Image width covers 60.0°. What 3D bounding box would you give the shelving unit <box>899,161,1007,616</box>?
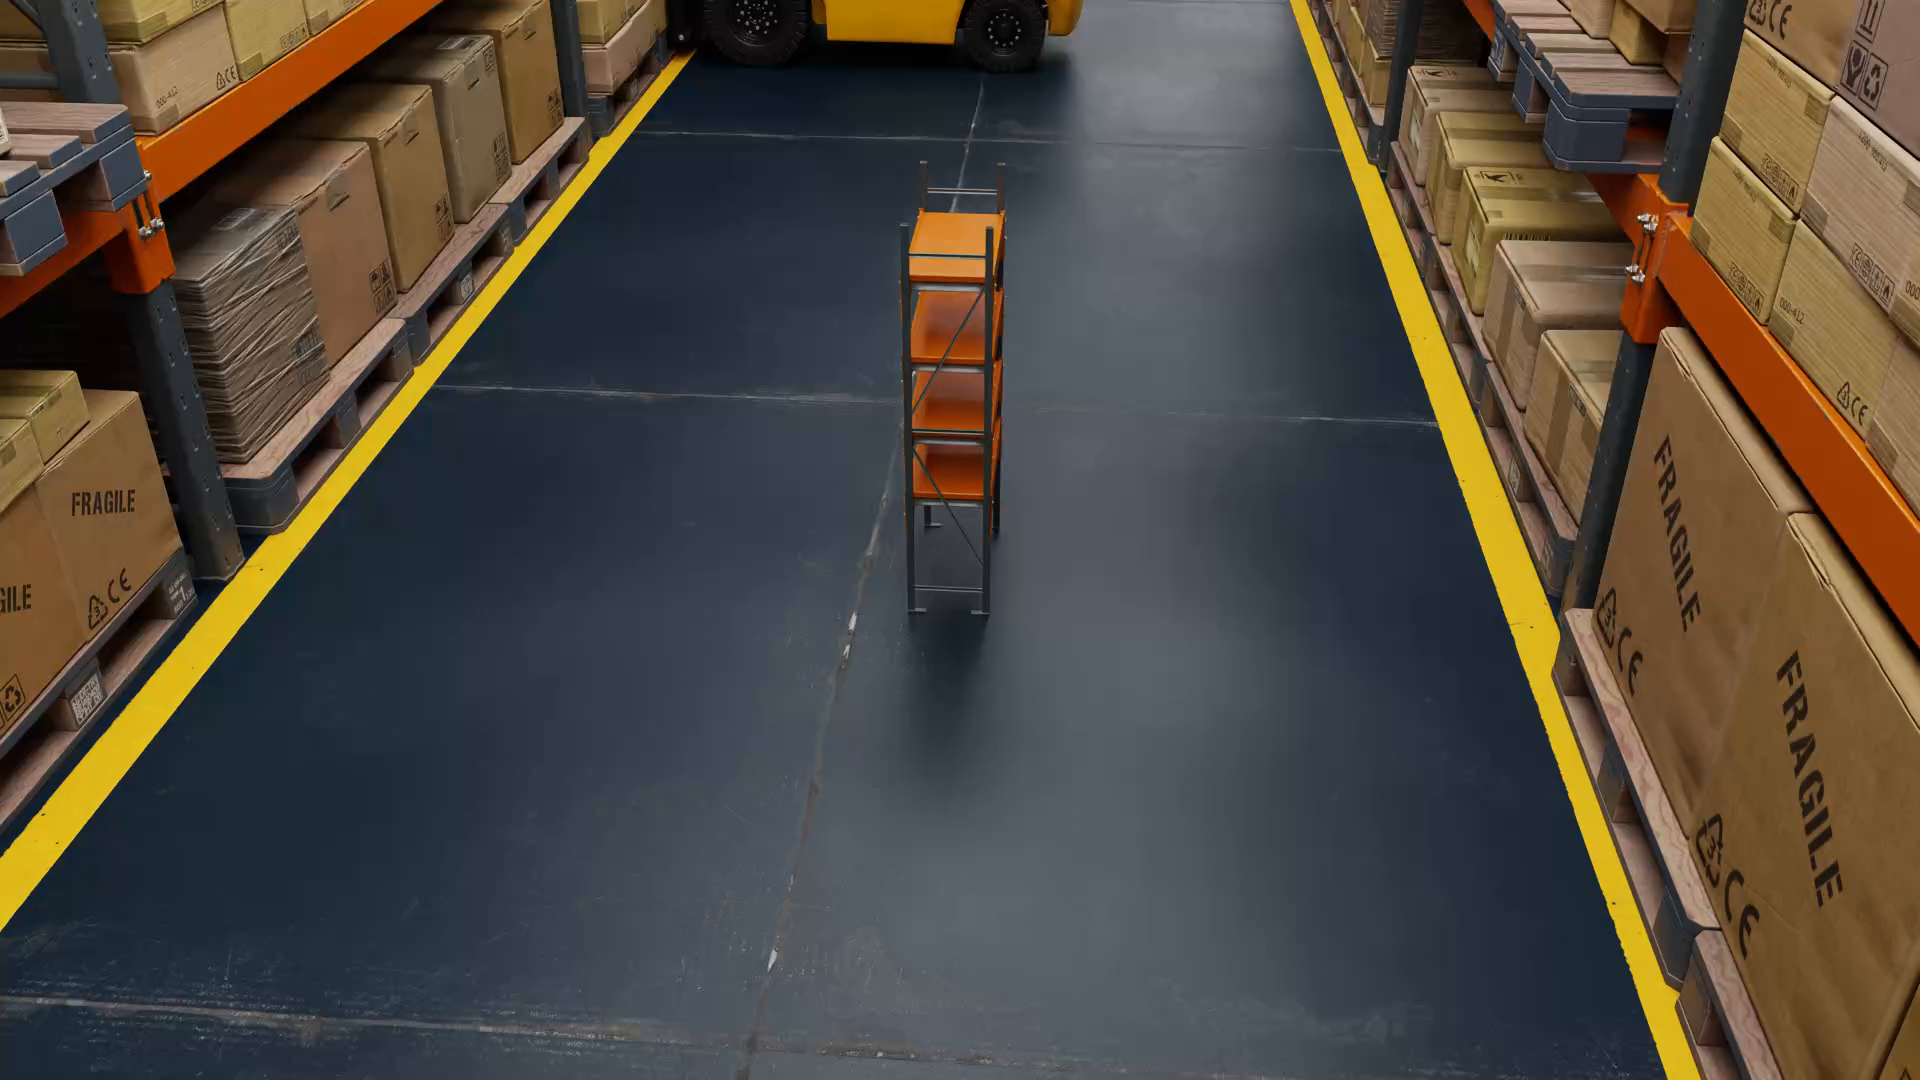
[{"bbox_3d":[-0.013,-0.424,4.795,0.258,1.200,0.503,2,32,4],"label":"shelving unit"}]

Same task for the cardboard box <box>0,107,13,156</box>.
[{"bbox_3d":[-2.379,-0.909,3.705,0.380,0.149,0.250,3,32,5],"label":"cardboard box"}]

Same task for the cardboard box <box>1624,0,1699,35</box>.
[{"bbox_3d":[2.000,-1.584,4.183,0.500,0.500,0.500,2,32,3],"label":"cardboard box"}]

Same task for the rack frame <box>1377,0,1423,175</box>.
[{"bbox_3d":[2.565,-3.078,7.386,1.000,3.000,0.127,2,32,4],"label":"rack frame"}]

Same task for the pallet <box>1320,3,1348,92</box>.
[{"bbox_3d":[2.681,-2.884,9.728,1.003,0.211,1.213,2,32,4],"label":"pallet"}]

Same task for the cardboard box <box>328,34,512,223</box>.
[{"bbox_3d":[-2.484,-1.778,7.138,0.875,0.625,0.625,2,32,3],"label":"cardboard box"}]

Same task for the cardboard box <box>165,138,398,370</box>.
[{"bbox_3d":[-2.598,-1.032,5.929,0.875,0.625,0.625,3,32,6],"label":"cardboard box"}]

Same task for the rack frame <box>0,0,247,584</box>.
[{"bbox_3d":[-2.708,-1.197,4.333,1.000,3.000,0.127,2,32,4],"label":"rack frame"}]

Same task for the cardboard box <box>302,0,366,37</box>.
[{"bbox_3d":[-2.347,-1.887,5.596,0.500,0.250,0.500,1,32,2],"label":"cardboard box"}]

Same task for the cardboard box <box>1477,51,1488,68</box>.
[{"bbox_3d":[2.882,-2.384,8.479,0.500,0.250,0.500,1,32,2],"label":"cardboard box"}]

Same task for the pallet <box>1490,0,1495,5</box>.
[{"bbox_3d":[2.360,-1.942,5.725,1.003,0.211,1.213,2,32,4],"label":"pallet"}]

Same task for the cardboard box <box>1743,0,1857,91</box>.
[{"bbox_3d":[1.956,-1.208,3.302,0.500,0.500,0.500,1,32,2],"label":"cardboard box"}]

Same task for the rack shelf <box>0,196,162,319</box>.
[{"bbox_3d":[-2.871,0.155,2.825,1.077,0.370,4.000,2,32,4],"label":"rack shelf"}]

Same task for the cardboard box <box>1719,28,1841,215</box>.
[{"bbox_3d":[1.952,-0.881,3.487,0.500,0.250,0.500,2,32,4],"label":"cardboard box"}]

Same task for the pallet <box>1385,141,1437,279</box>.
[{"bbox_3d":[2.503,-1.484,7.457,1.003,0.211,1.213,2,32,4],"label":"pallet"}]

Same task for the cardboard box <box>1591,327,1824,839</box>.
[{"bbox_3d":[2.101,0.097,3.859,0.875,0.875,0.875,2,32,4],"label":"cardboard box"}]

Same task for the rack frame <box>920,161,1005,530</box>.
[{"bbox_3d":[0.006,-0.552,5.002,0.240,1.200,0.015,2,32,4],"label":"rack frame"}]

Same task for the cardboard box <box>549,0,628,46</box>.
[{"bbox_3d":[-2.035,-2.749,8.596,0.500,0.250,0.500,2,32,4],"label":"cardboard box"}]

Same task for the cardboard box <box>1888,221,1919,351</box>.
[{"bbox_3d":[1.856,-0.351,2.627,0.500,0.250,0.500,2,32,4],"label":"cardboard box"}]

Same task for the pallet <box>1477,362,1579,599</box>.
[{"bbox_3d":[2.305,-0.208,5.387,1.003,0.211,1.213,2,32,4],"label":"pallet"}]

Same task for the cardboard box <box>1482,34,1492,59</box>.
[{"bbox_3d":[2.882,-2.703,8.282,0.500,0.500,0.500,4,32,6],"label":"cardboard box"}]

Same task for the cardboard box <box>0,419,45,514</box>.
[{"bbox_3d":[-2.487,-0.174,4.038,0.380,0.149,0.250,1,32,1],"label":"cardboard box"}]

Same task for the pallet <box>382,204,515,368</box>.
[{"bbox_3d":[-2.500,-1.075,6.793,1.003,0.211,1.213,2,32,4],"label":"pallet"}]

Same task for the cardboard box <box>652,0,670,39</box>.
[{"bbox_3d":[-1.961,-3.071,9.595,0.500,0.250,0.500,3,32,5],"label":"cardboard box"}]

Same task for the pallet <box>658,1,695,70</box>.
[{"bbox_3d":[-2.179,-3.155,10.168,1.003,0.211,1.213,2,32,4],"label":"pallet"}]

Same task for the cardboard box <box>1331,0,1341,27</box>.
[{"bbox_3d":[2.469,-3.216,9.830,0.500,0.250,0.500,5,32,7],"label":"cardboard box"}]

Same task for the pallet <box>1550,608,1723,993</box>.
[{"bbox_3d":[2.100,0.609,4.060,1.003,0.211,1.213,2,32,4],"label":"pallet"}]

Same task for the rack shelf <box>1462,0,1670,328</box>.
[{"bbox_3d":[2.402,-1.726,5.878,1.077,0.370,4.000,2,32,4],"label":"rack shelf"}]

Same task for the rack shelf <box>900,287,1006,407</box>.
[{"bbox_3d":[-0.013,-0.557,4.713,0.258,0.148,0.480,2,32,4],"label":"rack shelf"}]

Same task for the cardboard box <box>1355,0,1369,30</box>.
[{"bbox_3d":[2.386,-2.993,8.753,0.500,0.500,0.500,3,32,5],"label":"cardboard box"}]

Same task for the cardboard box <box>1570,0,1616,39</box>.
[{"bbox_3d":[1.957,-1.517,4.692,0.380,0.149,0.250,2,32,4],"label":"cardboard box"}]

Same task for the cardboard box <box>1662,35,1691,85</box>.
[{"bbox_3d":[2.032,-1.240,4.242,0.380,0.149,0.250,4,32,6],"label":"cardboard box"}]

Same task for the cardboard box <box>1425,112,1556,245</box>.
[{"bbox_3d":[2.470,-1.488,6.910,0.950,0.372,0.625,4,32,7],"label":"cardboard box"}]

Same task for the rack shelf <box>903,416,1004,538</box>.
[{"bbox_3d":[-0.013,-0.198,4.934,0.258,0.148,0.480,2,32,4],"label":"rack shelf"}]

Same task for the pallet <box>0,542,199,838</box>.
[{"bbox_3d":[-2.806,0.379,4.434,1.003,0.211,1.213,2,32,4],"label":"pallet"}]

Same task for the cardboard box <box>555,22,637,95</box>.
[{"bbox_3d":[-2.013,-2.535,8.726,0.500,0.250,0.500,3,32,4],"label":"cardboard box"}]

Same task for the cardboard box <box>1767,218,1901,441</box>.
[{"bbox_3d":[1.925,-0.409,3.197,0.500,0.250,0.500,2,32,3],"label":"cardboard box"}]

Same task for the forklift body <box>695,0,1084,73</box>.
[{"bbox_3d":[-0.393,-3.949,9.608,2.313,2.155,1.214,2,32,4],"label":"forklift body"}]

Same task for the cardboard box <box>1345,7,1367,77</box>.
[{"bbox_3d":[2.379,-2.686,8.970,0.500,0.250,0.500,2,32,3],"label":"cardboard box"}]

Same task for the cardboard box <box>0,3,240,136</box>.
[{"bbox_3d":[-2.428,-1.355,4.732,0.500,0.250,0.500,3,32,4],"label":"cardboard box"}]

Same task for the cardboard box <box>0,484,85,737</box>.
[{"bbox_3d":[-2.579,0.180,4.081,0.500,0.500,0.500,2,32,3],"label":"cardboard box"}]

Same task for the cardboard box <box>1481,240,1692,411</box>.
[{"bbox_3d":[2.348,-0.728,5.677,0.950,0.372,0.625,2,32,3],"label":"cardboard box"}]
